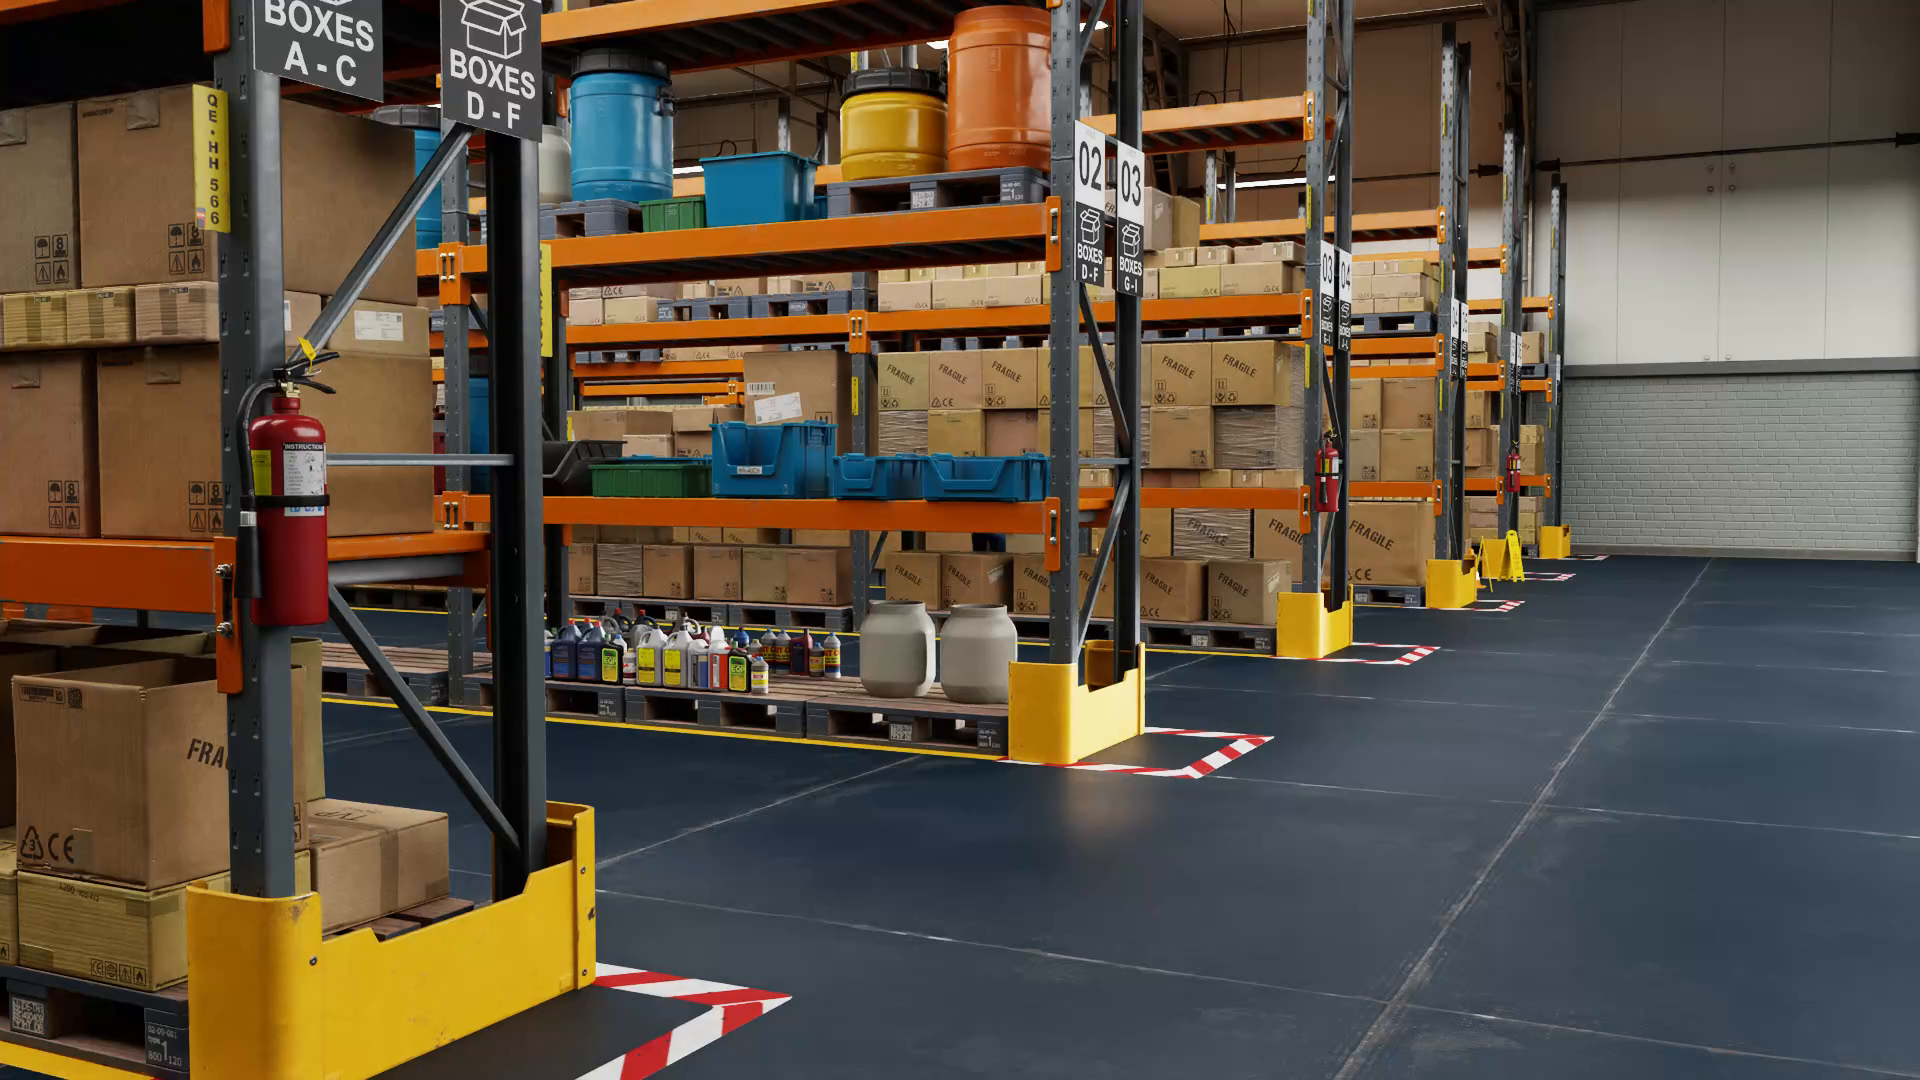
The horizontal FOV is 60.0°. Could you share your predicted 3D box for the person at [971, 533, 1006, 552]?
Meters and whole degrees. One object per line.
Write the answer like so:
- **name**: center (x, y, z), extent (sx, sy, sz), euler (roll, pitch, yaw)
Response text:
- **person**: center (0.328, -0.080, 16.958), extent (0.404, 1.592, 0.493), euler (1, 3, 27)
